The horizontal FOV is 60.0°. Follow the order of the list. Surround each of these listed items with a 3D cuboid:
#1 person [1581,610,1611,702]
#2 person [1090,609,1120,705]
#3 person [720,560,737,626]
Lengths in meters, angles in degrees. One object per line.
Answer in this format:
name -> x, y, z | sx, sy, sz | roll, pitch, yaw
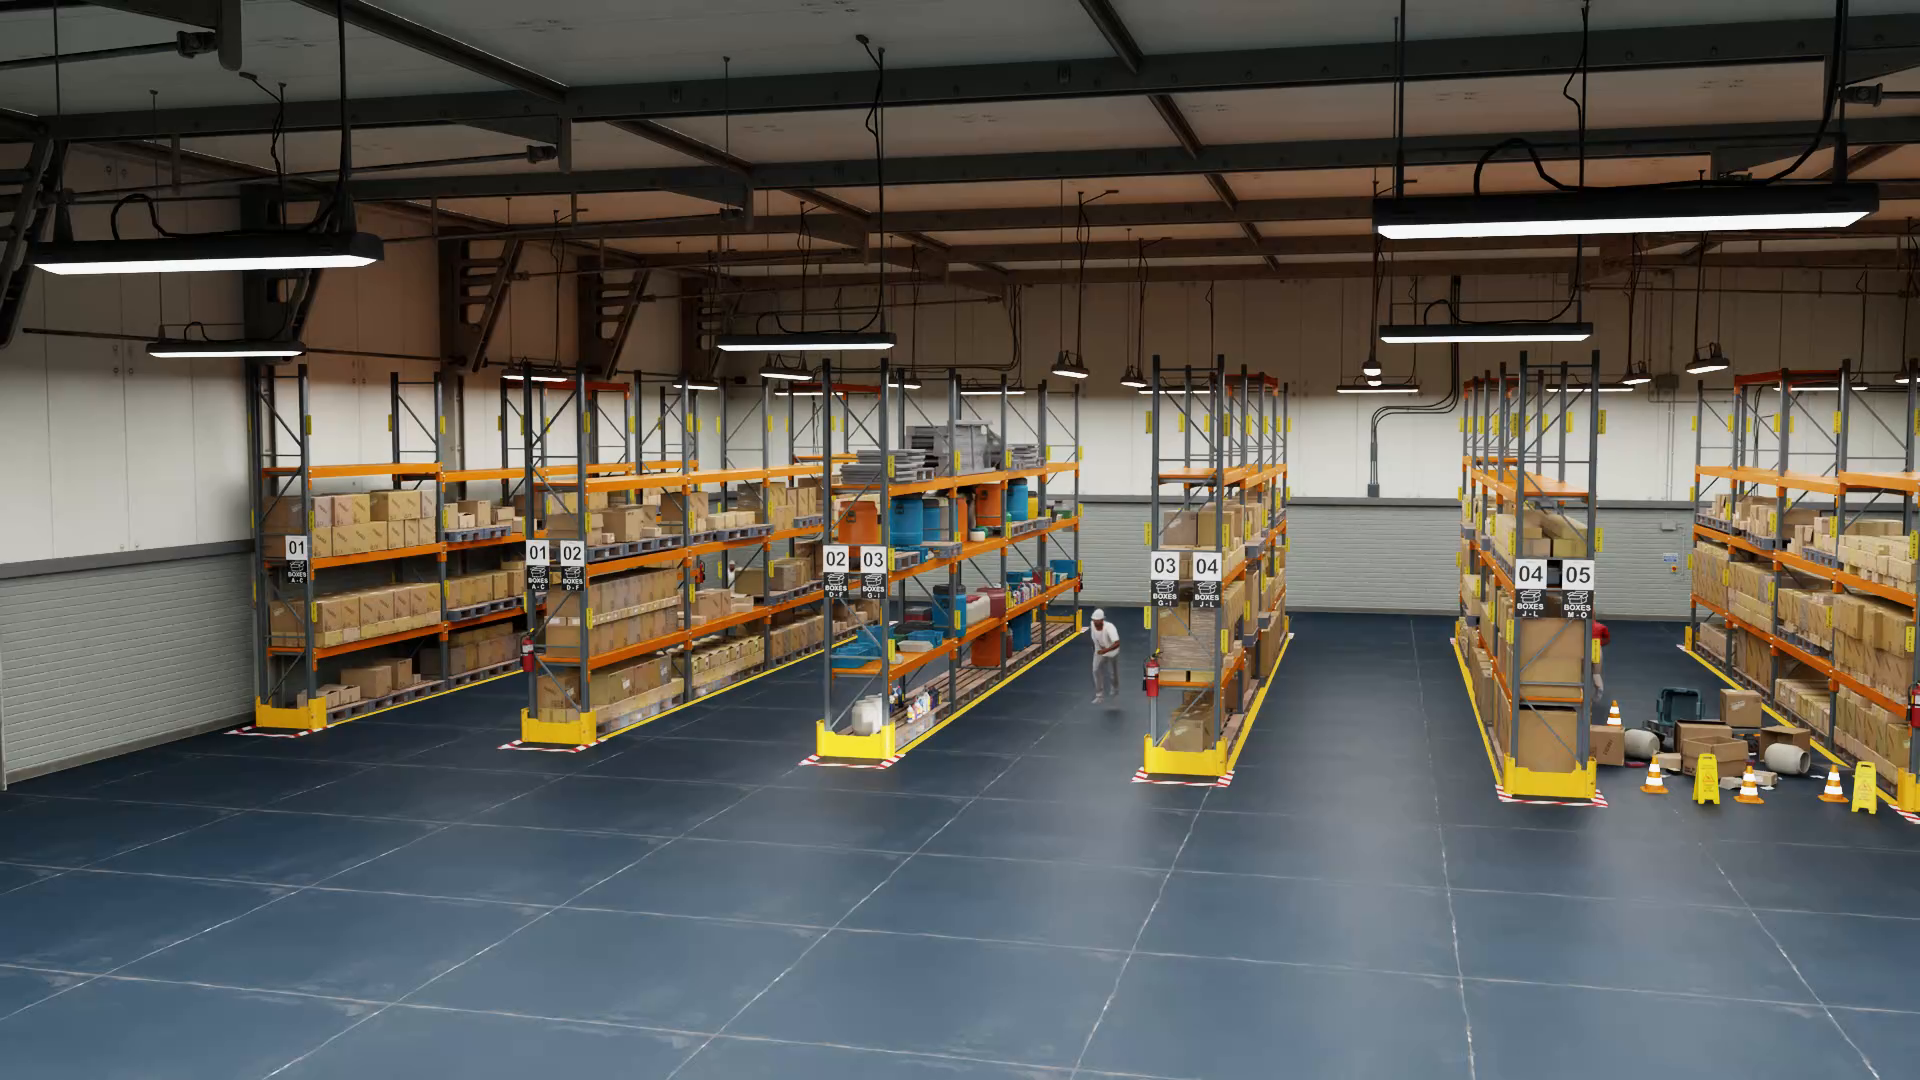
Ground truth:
person -> 11.432, 2.106, 30.054 | 0.659, 1.677, 0.775 | 1, 4, 9
person -> 2.518, 1.961, 28.458 | 0.697, 1.640, 1.061 | 3, 5, 32
person -> -5.700, 1.314, 41.651 | 0.604, 1.667, 0.544 | 0, 4, 3
